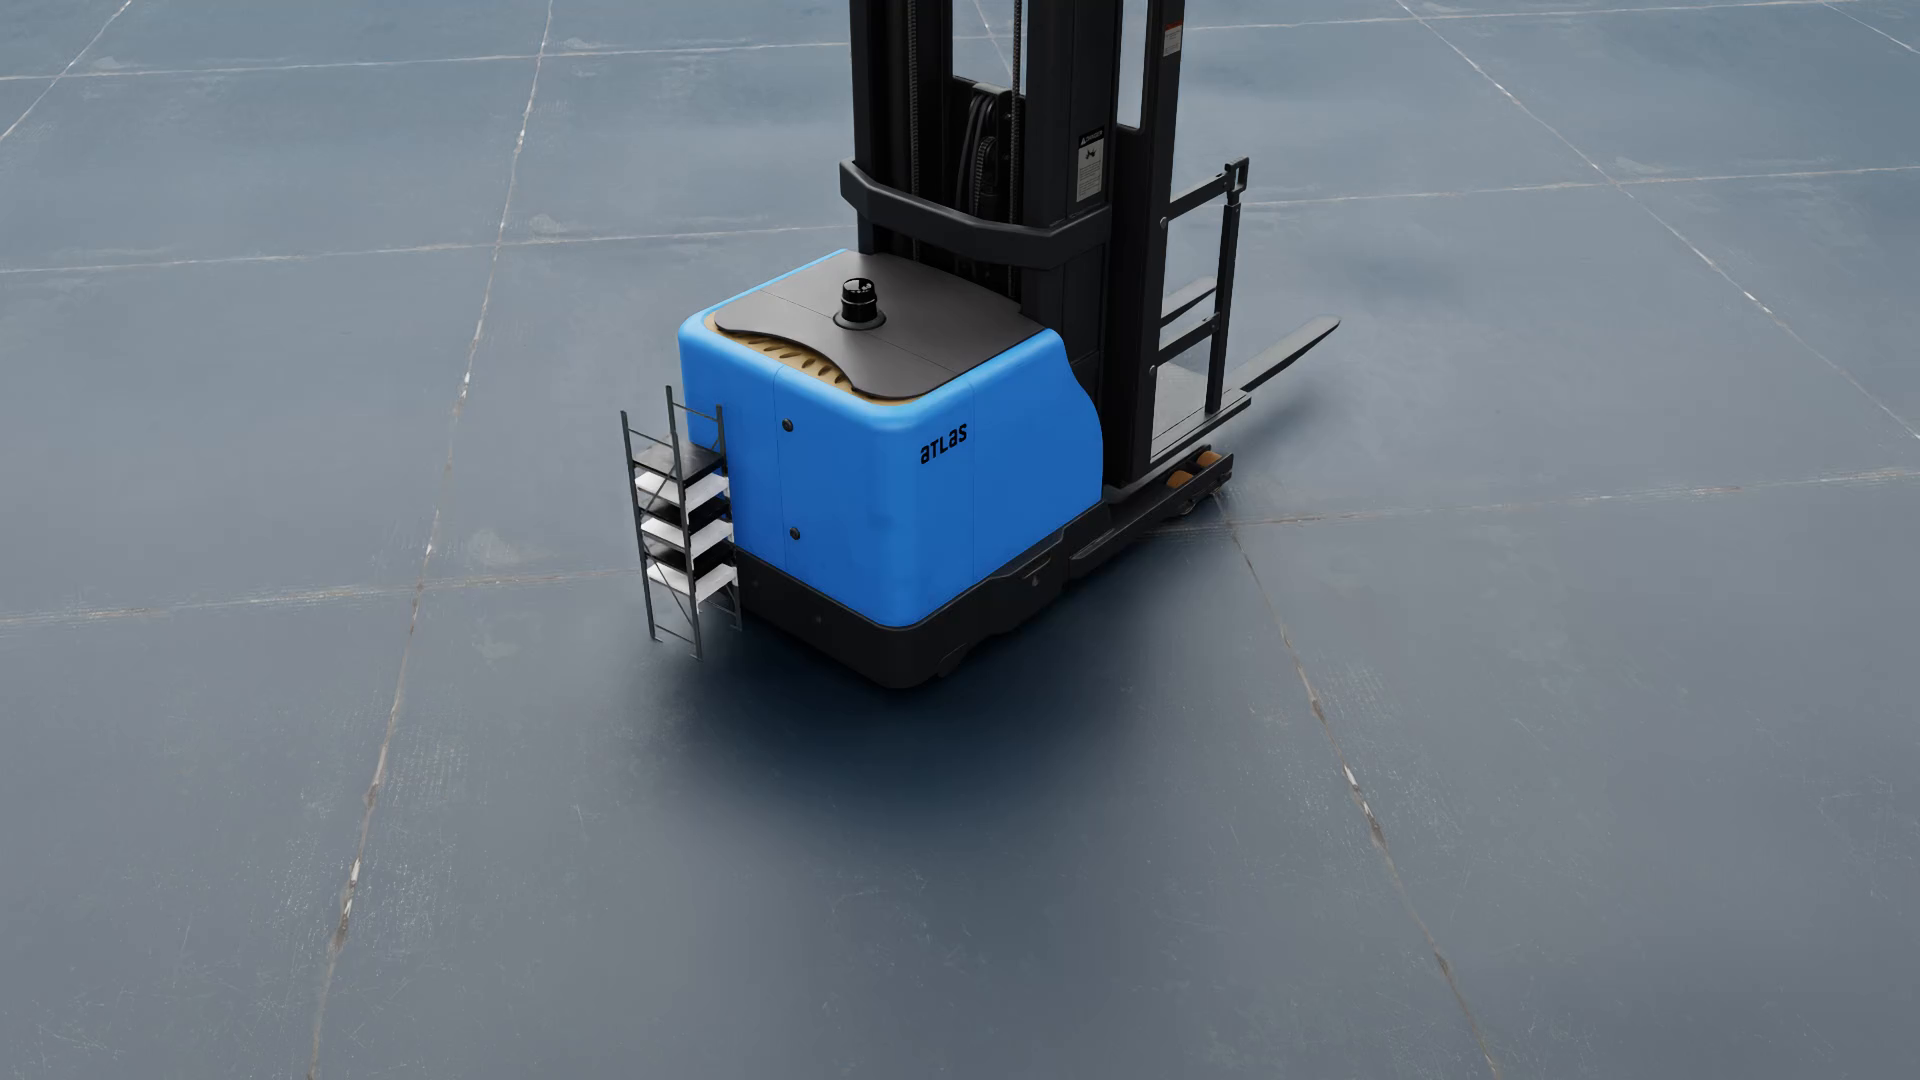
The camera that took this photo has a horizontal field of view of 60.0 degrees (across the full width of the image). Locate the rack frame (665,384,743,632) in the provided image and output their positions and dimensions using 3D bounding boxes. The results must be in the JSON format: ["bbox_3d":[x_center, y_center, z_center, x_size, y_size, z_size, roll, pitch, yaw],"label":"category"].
[{"bbox_3d":[-0.856,-0.093,5.587,0.240,0.900,0.006,22,40,29],"label":"rack frame"}]

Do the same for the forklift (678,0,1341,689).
[{"bbox_3d":[0.416,-1.478,5.816,1.130,2.935,3.031,26,42,33],"label":"forklift"}]

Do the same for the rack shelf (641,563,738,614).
[{"bbox_3d":[-0.915,0.130,5.639,0.258,0.077,0.200,22,40,29],"label":"rack shelf"}]

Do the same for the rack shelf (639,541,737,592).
[{"bbox_3d":[-0.915,0.056,5.588,0.258,0.077,0.200,22,40,29],"label":"rack shelf"}]

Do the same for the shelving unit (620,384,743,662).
[{"bbox_3d":[-0.915,-0.046,5.519,0.258,0.900,0.210,22,40,29],"label":"shelving unit"}]

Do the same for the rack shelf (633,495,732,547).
[{"bbox_3d":[-0.915,-0.093,5.487,0.258,0.077,0.200,22,40,29],"label":"rack shelf"}]

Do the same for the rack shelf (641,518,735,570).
[{"bbox_3d":[-0.915,-0.019,5.537,0.258,0.077,0.200,22,40,29],"label":"rack shelf"}]

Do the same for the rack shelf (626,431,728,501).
[{"bbox_3d":[-0.915,-0.242,5.385,0.258,0.077,0.200,22,40,29],"label":"rack shelf"}]

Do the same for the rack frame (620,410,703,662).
[{"bbox_3d":[-0.973,0.001,5.450,0.240,0.900,0.006,22,40,29],"label":"rack frame"}]

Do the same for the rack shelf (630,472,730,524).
[{"bbox_3d":[-0.915,-0.167,5.436,0.258,0.077,0.200,22,40,29],"label":"rack shelf"}]
